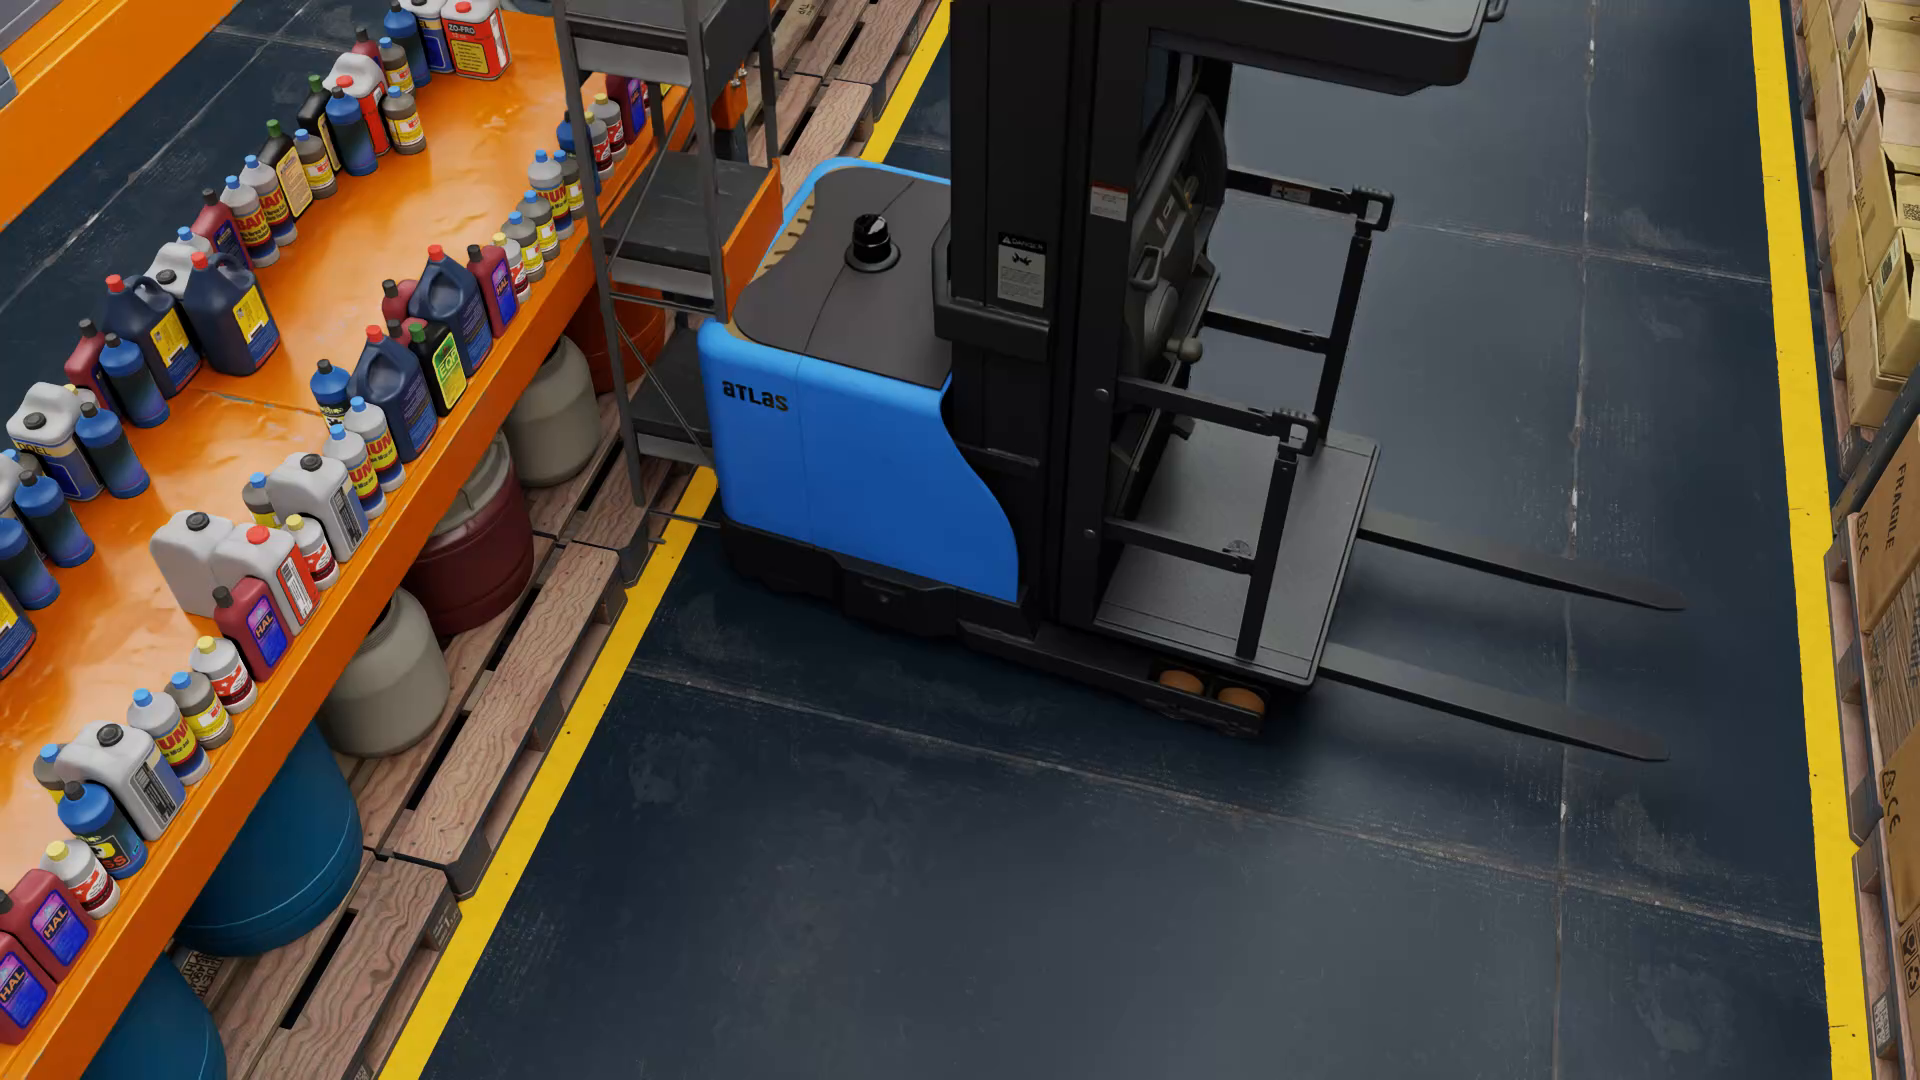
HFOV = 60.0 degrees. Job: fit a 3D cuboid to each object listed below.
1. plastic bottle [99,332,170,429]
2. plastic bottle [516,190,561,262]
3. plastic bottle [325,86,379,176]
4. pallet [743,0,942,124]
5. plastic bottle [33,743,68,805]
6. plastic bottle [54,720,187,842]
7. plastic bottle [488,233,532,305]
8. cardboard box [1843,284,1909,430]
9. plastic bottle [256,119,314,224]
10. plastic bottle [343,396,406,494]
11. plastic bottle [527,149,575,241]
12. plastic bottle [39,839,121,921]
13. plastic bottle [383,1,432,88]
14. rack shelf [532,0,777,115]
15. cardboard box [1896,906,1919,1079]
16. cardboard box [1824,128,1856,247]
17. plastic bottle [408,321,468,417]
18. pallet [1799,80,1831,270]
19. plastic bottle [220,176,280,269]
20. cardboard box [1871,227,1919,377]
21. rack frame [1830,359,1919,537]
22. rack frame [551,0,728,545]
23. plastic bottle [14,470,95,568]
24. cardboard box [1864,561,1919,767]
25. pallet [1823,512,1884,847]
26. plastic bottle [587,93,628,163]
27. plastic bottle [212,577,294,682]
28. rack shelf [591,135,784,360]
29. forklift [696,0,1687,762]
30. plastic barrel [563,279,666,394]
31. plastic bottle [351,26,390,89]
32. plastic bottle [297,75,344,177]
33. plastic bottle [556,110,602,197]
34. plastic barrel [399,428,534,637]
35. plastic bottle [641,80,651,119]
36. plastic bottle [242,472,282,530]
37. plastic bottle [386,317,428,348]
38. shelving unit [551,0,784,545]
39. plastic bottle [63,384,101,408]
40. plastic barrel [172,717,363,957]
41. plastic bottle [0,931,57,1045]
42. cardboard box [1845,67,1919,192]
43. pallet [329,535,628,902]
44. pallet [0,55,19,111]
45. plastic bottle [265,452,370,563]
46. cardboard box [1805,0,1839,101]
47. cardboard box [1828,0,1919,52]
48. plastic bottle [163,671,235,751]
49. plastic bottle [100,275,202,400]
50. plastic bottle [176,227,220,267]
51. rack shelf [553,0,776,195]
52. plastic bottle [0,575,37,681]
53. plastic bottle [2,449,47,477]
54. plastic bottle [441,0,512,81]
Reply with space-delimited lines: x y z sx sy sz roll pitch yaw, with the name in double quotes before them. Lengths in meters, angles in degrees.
"plastic bottle" -2.093 -0.412 4.198 0.097 0.271 0.097 0 49 0
"plastic bottle" -1.187 -0.889 4.667 0.097 0.201 0.097 0 49 0
"plastic bottle" -1.801 -1.214 4.906 0.097 0.271 0.097 0 49 0
"pallet" -0.691 -2.440 7.763 1.003 0.211 1.213 12 50 10
"plastic bottle" -1.848 0.493 3.447 0.097 0.201 0.097 0 49 0
"plastic bottle" -1.722 0.479 3.409 0.152 0.276 0.135 12 50 10
"plastic bottle" -1.238 -0.748 4.542 0.097 0.201 0.097 0 49 0
"cardboard box" 3.426 -0.608 5.840 0.500 0.250 0.500 13 50 11
"plastic bottle" -1.943 -1.053 4.757 0.061 0.283 0.133 12 50 10
"plastic bottle" -1.431 -0.241 4.048 0.097 0.271 0.097 0 49 0
"plastic bottle" -1.161 -0.983 4.703 0.097 0.271 0.097 0 49 0
"plastic bottle" -1.752 0.664 3.296 0.097 0.201 0.097 0 49 0
"plastic bottle" -1.738 -1.560 5.212 0.097 0.271 0.097 0 49 0
"rack shelf" -0.729 -3.139 7.000 1.077 0.370 4.000 12 50 10
"cardboard box" 2.725 1.124 4.131 0.500 0.500 0.500 10 49 9
"cardboard box" 3.693 -1.345 6.490 0.500 0.250 0.500 13 50 11
"plastic bottle" -1.335 -0.458 4.232 0.061 0.283 0.133 12 50 10
"pallet" 4.100 -1.495 6.929 1.003 0.211 1.213 12 50 10
"plastic bottle" -1.981 -0.892 4.622 0.097 0.271 0.097 0 49 0
"cardboard box" 3.423 -0.793 5.629 0.500 0.311 0.500 13 50 11
"rack frame" 3.523 -0.950 4.588 1.000 3.000 0.127 12 50 10
"rack frame" -0.875 -0.691 4.904 0.400 2.100 0.015 12 47 9
"plastic bottle" -2.127 -0.059 3.887 0.097 0.271 0.097 0 49 0
"cardboard box" 2.995 0.384 4.784 0.500 0.500 0.500 10 49 9
"pallet" 3.290 0.505 5.164 1.003 0.211 1.213 12 50 10
"plastic bottle" -1.059 -1.241 4.977 0.097 0.201 0.097 0 49 0
"plastic bottle" -1.566 0.178 3.670 0.061 0.283 0.133 12 50 10
"rack shelf" -0.812 -0.851 5.077 0.431 0.518 0.480 12 47 9
"forklift" 0.779 -0.806 4.507 3.031 2.935 1.130 16 50 13
"plastic barrel" -1.368 -0.994 5.794 0.600 0.830 0.708 12 50 10
"plastic bottle" -1.811 -1.414 5.075 0.061 0.283 0.133 12 50 10
"plastic bottle" -1.882 -1.220 4.904 0.061 0.283 0.133 12 50 10
"plastic bottle" -1.110 -1.124 4.827 0.097 0.271 0.097 0 49 0
"plastic barrel" -1.665 -0.098 5.164 0.600 0.588 0.708 12 50 10
"plastic bottle" -0.998 -1.408 5.125 0.097 0.201 0.097 0 49 0
"plastic bottle" -1.639 -0.080 3.952 0.097 0.201 0.097 0 49 0
"plastic bottle" -1.393 -0.470 4.242 0.061 0.283 0.133 12 50 10
"shelving unit" -0.811 -0.860 5.067 0.431 2.100 0.503 12 47 9
"plastic bottle" -2.187 -0.304 4.150 0.097 0.201 0.097 0 49 0
"plastic barrel" -1.962 0.616 4.325 0.600 0.901 0.708 12 50 10
"plastic bottle" -1.800 0.820 3.103 0.061 0.283 0.133 12 50 10
"cardboard box" 3.689 -1.534 6.283 0.500 0.311 0.500 11 50 10
"pallet" -1.746 0.450 5.212 1.003 0.211 1.213 12 50 10
"pallet" -2.196 -0.554 2.363 1.213 0.211 1.003 12 50 10
"plastic bottle" -1.514 -0.093 3.915 0.152 0.276 0.135 12 50 10
"cardboard box" 3.961 -2.085 7.144 0.500 0.250 0.500 10 49 9
"cardboard box" 3.954 -2.273 6.935 0.500 0.311 0.500 10 49 9
"plastic bottle" -1.640 0.355 3.568 0.097 0.201 0.097 0 49 0
"plastic bottle" -2.092 -0.547 4.265 0.144 0.351 0.185 12 50 10
"plastic bottle" -2.042 -0.725 4.475 0.097 0.271 0.097 0 49 0
"rack shelf" -0.794 -1.334 4.571 0.431 0.518 0.480 12 47 9
"plastic bottle" -2.194 0.144 3.655 0.144 0.351 0.185 12 50 10
"plastic bottle" -2.248 -0.136 4.002 0.097 0.201 0.097 0 49 0
"plastic bottle" -1.534 -1.610 5.253 0.152 0.276 0.135 12 50 10
